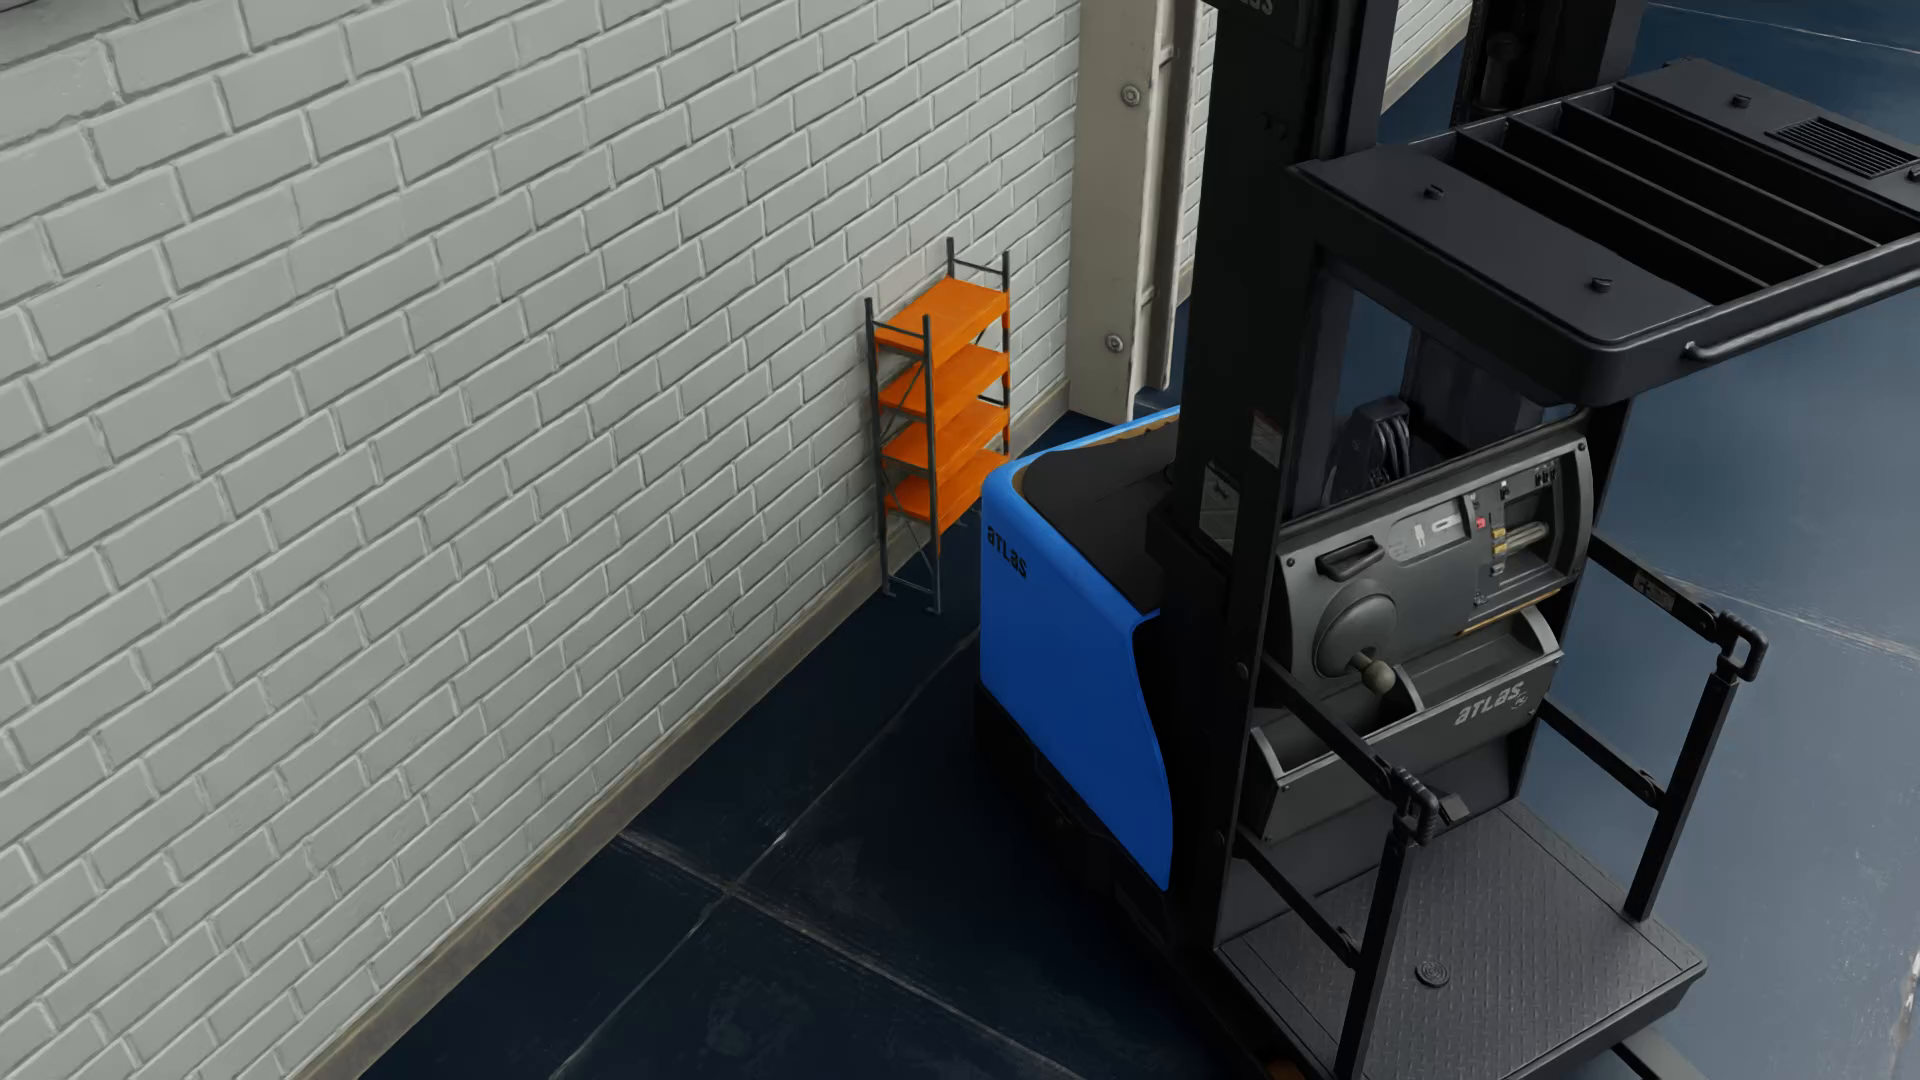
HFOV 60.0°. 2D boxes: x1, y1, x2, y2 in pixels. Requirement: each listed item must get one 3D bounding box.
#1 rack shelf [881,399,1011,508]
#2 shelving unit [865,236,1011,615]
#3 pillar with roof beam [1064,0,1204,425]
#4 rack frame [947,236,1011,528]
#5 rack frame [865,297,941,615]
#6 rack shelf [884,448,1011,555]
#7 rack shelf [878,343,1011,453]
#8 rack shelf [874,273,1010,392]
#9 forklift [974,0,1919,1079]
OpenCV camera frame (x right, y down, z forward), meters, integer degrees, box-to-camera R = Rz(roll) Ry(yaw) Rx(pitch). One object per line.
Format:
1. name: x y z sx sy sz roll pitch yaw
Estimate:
1. rack shelf: -0.055 -0.327 5.796 0.258 0.148 0.480 20 42 26
2. shelving unit: -0.056 -0.381 5.756 0.258 1.200 0.503 20 42 26
3. pillar with roof beam: 4.296 -2.768 2.469 9.100 9.000 0.400 21 42 25
4. rack frame: 0.072 -0.507 5.920 0.240 1.200 0.015 20 42 26
5. rack frame: -0.185 -0.254 5.592 0.240 1.200 0.015 20 42 26
6. rack shelf: -0.051 -0.168 5.916 0.258 0.148 0.480 20 42 26
7. rack shelf: -0.060 -0.506 5.662 0.258 0.148 0.480 20 42 26
8. rack shelf: -0.064 -0.695 5.520 0.258 0.148 0.480 20 42 26
9. forklift: 1.220 0.121 3.692 1.130 2.935 3.031 -20 42 -23
